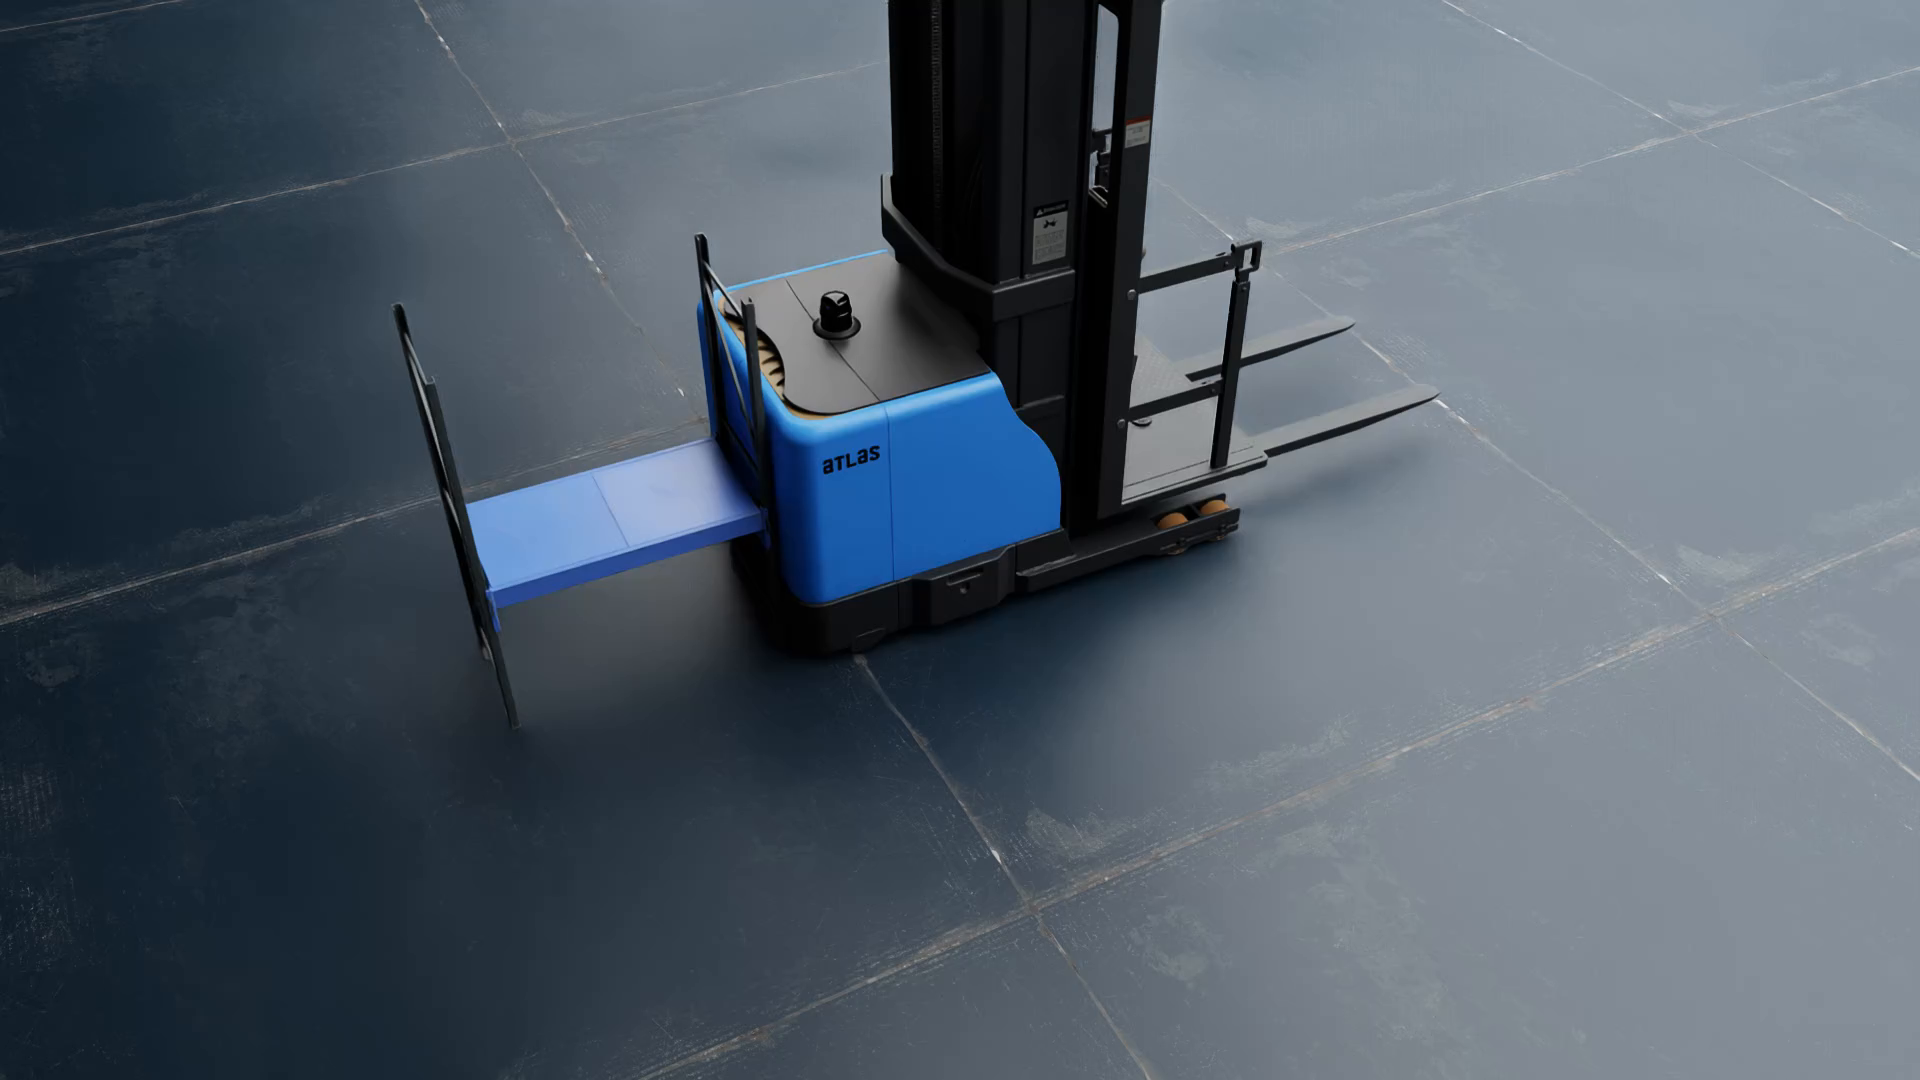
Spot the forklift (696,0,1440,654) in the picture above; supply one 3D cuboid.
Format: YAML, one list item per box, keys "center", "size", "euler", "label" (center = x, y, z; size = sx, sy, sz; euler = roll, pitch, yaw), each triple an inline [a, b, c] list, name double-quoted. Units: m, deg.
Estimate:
- center: [0.563, -1.350, 6.077]
  size: [3.031, 2.935, 1.130]
  euler: [-17, 43, -20]
  label: "forklift"

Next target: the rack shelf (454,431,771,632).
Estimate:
- center: [-1.239, -0.047, 5.923]
  size: [1.000, 0.185, 0.538]
  euler: [-17, 43, -20]
  label: "rack shelf"

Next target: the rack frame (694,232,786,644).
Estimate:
- center: [-0.782, -0.328, 5.977]
  size: [0.032, 1.500, 0.500]
  euler: [-17, 43, -20]
  label: "rack frame"

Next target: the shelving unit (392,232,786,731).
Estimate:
- center: [-1.239, -0.184, 5.807]
  size: [1.048, 1.500, 0.538]
  euler: [-17, 43, -20]
  label: "shelving unit"

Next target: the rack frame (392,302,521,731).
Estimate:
- center: [-1.696, -0.041, 5.637]
  size: [0.032, 1.500, 0.500]
  euler: [-17, 43, -20]
  label: "rack frame"
